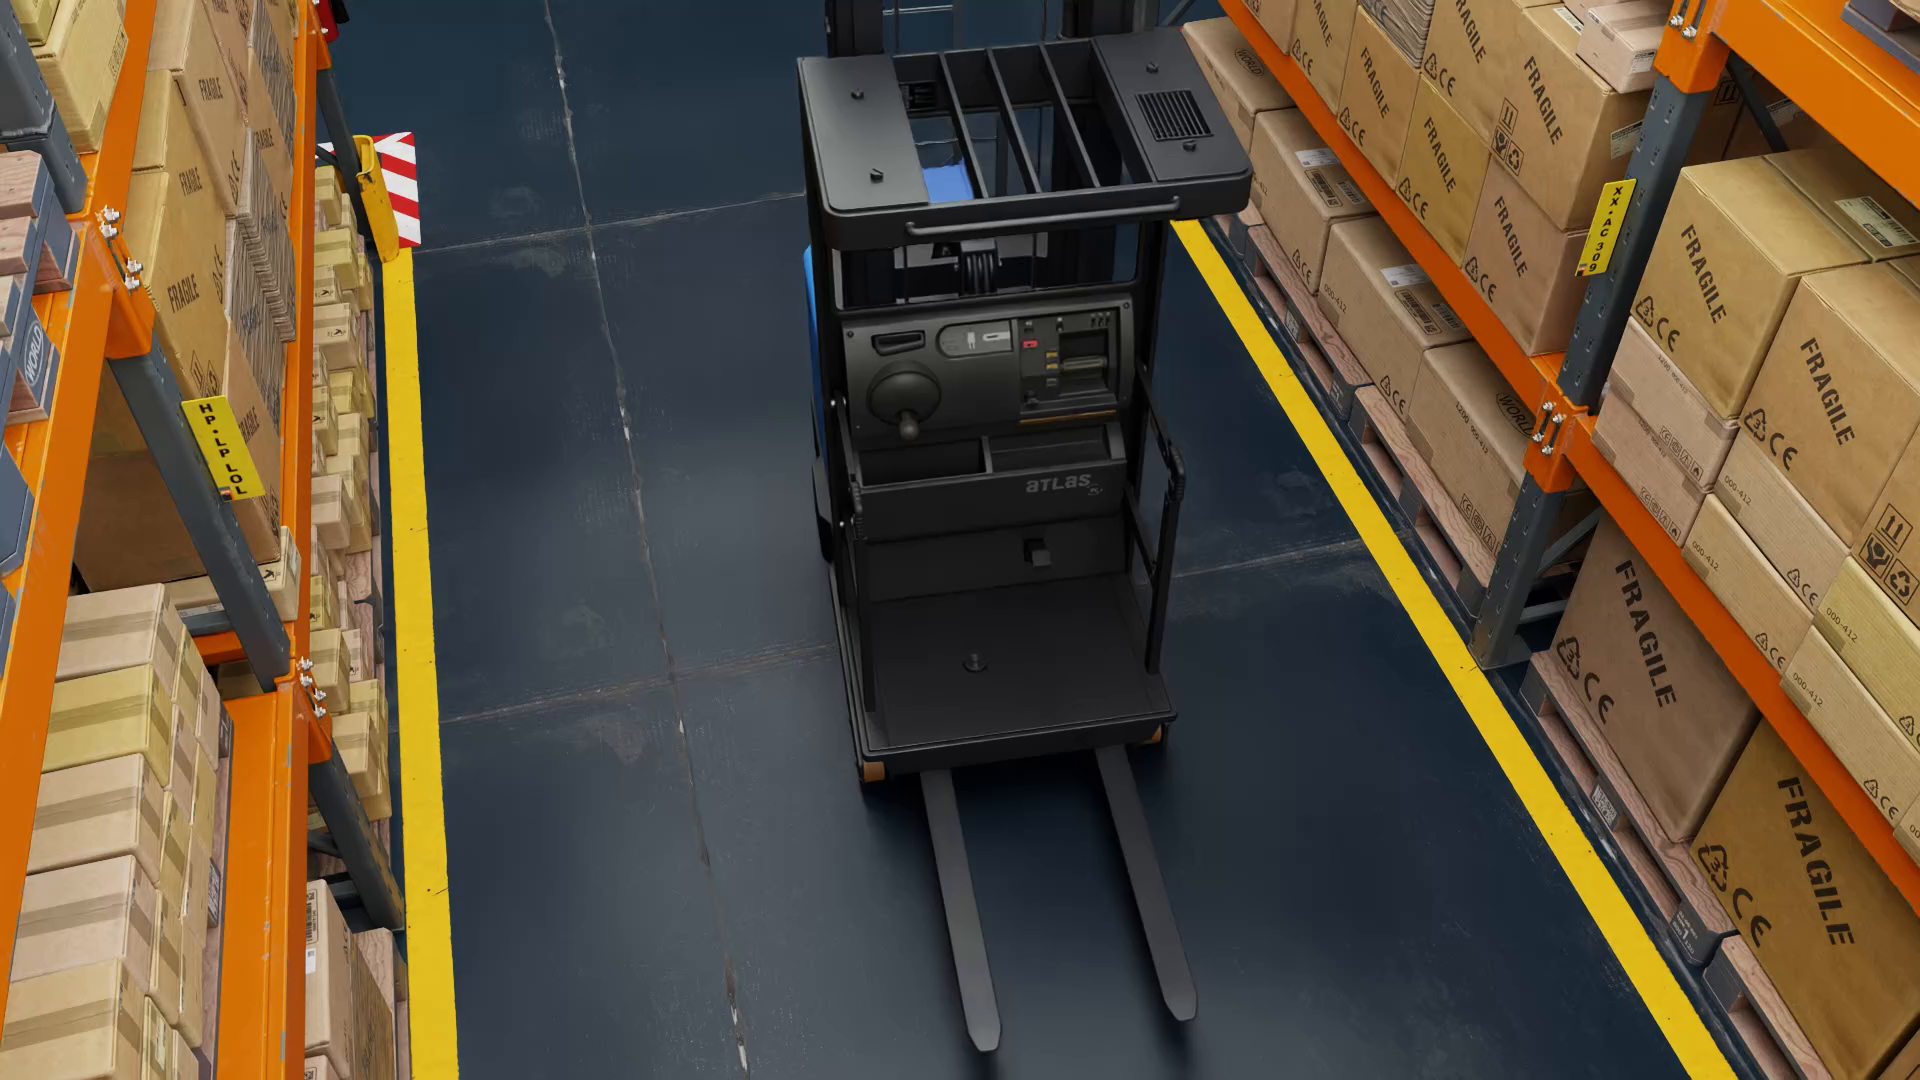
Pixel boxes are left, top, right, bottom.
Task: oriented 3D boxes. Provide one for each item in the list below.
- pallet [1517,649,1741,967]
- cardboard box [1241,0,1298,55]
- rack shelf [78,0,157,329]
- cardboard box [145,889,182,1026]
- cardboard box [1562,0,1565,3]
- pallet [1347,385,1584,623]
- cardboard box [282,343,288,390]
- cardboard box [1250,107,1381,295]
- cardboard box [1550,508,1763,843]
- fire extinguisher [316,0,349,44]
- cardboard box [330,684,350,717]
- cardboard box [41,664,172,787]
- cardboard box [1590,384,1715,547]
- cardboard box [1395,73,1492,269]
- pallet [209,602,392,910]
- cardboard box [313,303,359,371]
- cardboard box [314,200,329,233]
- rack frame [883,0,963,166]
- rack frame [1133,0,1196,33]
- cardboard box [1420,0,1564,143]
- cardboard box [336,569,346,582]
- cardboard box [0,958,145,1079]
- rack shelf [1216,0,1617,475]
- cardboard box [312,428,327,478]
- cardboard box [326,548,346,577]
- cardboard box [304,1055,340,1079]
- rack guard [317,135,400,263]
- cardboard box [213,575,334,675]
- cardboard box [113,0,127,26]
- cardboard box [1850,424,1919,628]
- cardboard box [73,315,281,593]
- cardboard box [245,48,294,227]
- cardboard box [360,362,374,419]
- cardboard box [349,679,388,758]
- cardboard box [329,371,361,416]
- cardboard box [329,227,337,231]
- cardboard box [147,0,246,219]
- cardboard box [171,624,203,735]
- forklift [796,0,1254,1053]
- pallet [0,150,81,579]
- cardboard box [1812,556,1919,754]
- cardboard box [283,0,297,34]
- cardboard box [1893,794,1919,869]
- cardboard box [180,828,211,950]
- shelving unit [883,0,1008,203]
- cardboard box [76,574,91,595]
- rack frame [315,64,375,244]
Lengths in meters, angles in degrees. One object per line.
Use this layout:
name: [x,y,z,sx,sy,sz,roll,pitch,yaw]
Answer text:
pallet: [2.701,0.810,5.809,1.003,0.211,1.213,-11,47,-10]
cardboard box: [1.521,-2.399,6.931,0.500,0.500,0.500,-11,47,-11]
rack shelf: [-2.840,-1.889,4.905,1.077,0.370,4.000,-11,47,-10]
cardboard box: [-1.832,0.906,3.435,0.380,0.149,0.250,-12,47,-12]
cardboard box: [2.027,-1.828,5.217,0.380,0.149,0.250,-11,47,-10]
pallet: [2.312,-0.249,6.846,1.003,0.211,1.213,-11,47,-10]
cardboard box: [-2.407,-0.592,5.406,0.380,0.149,0.250,-10,46,-10]
cardboard box: [1.915,-1.629,7.747,0.875,0.438,0.875,-10,46,-9]
cardboard box: [2.667,0.325,5.525,0.875,0.875,0.875,-9,46,-9]
fire extinguisher: [-2.971,-2.573,7.486,0.296,0.674,0.183,-11,47,-10]
cardboard box: [-2.263,0.569,5.586,0.380,0.149,0.250,-10,46,-10]
cardboard box: [-1.967,0.449,3.675,0.380,0.149,0.250,-12,47,-12]
cardboard box: [2.288,-0.281,5.030,0.500,0.250,0.500,-12,47,-11]
cardboard box: [1.928,-1.348,5.901,0.500,0.500,0.500,-12,47,-11]
pallet: [-2.535,0.808,5.810,1.003,0.211,1.213,-11,47,-10]
cardboard box: [-2.646,-0.805,6.724,0.380,0.149,0.250,-9,46,-9]
cardboard box: [-2.963,-1.326,7.235,0.380,0.149,0.250,-10,46,-10]
rack frame: [-0.236,-1.762,7.427,0.500,1.500,0.032,-7,46,-7]
rack frame: [1.407,-3.447,8.028,1.000,3.000,0.127,-11,47,-10]
cardboard box: [1.921,-1.697,5.543,0.500,0.500,0.500,-11,47,-11]
cardboard box: [-2.509,0.139,6.216,0.380,0.149,0.250,-13,47,-12]
cardboard box: [-1.776,0.979,3.155,0.380,0.149,0.250,-12,47,-12]
rack shelf: [1.919,-1.814,6.932,1.077,0.370,4.000,-11,47,-10]
cardboard box: [-2.566,-0.250,6.180,0.380,0.149,0.250,-12,47,-12]
cardboard box: [-2.475,0.026,6.118,0.380,0.149,0.250,-9,46,-8]
cardboard box: [-1.775,1.580,4.032,0.500,0.250,0.500,-9,46,-8]
rack guard: [-3.333,-1.545,7.914,1.175,0.500,0.348,-11,47,-10]
cardboard box: [-2.342,0.290,5.651,0.380,0.149,0.250,-11,47,-11]
cardboard box: [-2.329,-1.420,4.046,0.500,0.250,0.500,-11,47,-11]
cardboard box: [2.549,-0.021,3.900,0.500,0.500,0.500,-12,47,-11]
cardboard box: [-2.212,-0.238,4.604,0.500,0.500,0.500,-11,47,-11]
cardboard box: [-2.605,-1.297,5.643,0.500,0.500,0.500,-9,46,-8]
cardboard box: [-2.666,-0.606,6.946,0.380,0.149,0.250,-13,47,-12]
cardboard box: [-2.179,0.646,5.718,0.380,0.149,0.250,-9,46,-9]
cardboard box: [-2.614,-0.519,6.652,0.380,0.149,0.250,-9,46,-8]
cardboard box: [-2.927,-1.223,7.342,0.380,0.149,0.250,-12,47,-11]
cardboard box: [-2.455,-1.264,4.910,0.500,0.500,0.500,-10,46,-10]
cardboard box: [-2.036,0.365,3.966,0.380,0.149,0.250,-9,46,-9]
forklift: [0.135,-0.452,5.141,1.130,2.935,3.031,-7,46,-7]
pallet: [-2.273,-0.249,2.925,1.213,0.211,1.003,-11,47,-10]
cardboard box: [2.535,0.256,4.154,0.500,0.250,0.500,-10,46,-10]
cardboard box: [-2.989,-2.348,6.673,0.500,0.500,0.500,-10,46,-9]
cardboard box: [2.657,0.780,3.991,0.500,0.250,0.500,-11,47,-11]
cardboard box: [-1.906,0.820,3.728,0.380,0.149,0.250,-11,47,-10]
shelving unit: [-0.152,-1.404,7.076,0.538,1.500,1.048,-7,46,-7]
cardboard box: [-2.628,0.223,4.607,0.380,0.149,0.250,-11,47,-11]
rack frame: [-3.352,-2.472,7.073,1.000,3.000,0.127,-11,47,-10]
